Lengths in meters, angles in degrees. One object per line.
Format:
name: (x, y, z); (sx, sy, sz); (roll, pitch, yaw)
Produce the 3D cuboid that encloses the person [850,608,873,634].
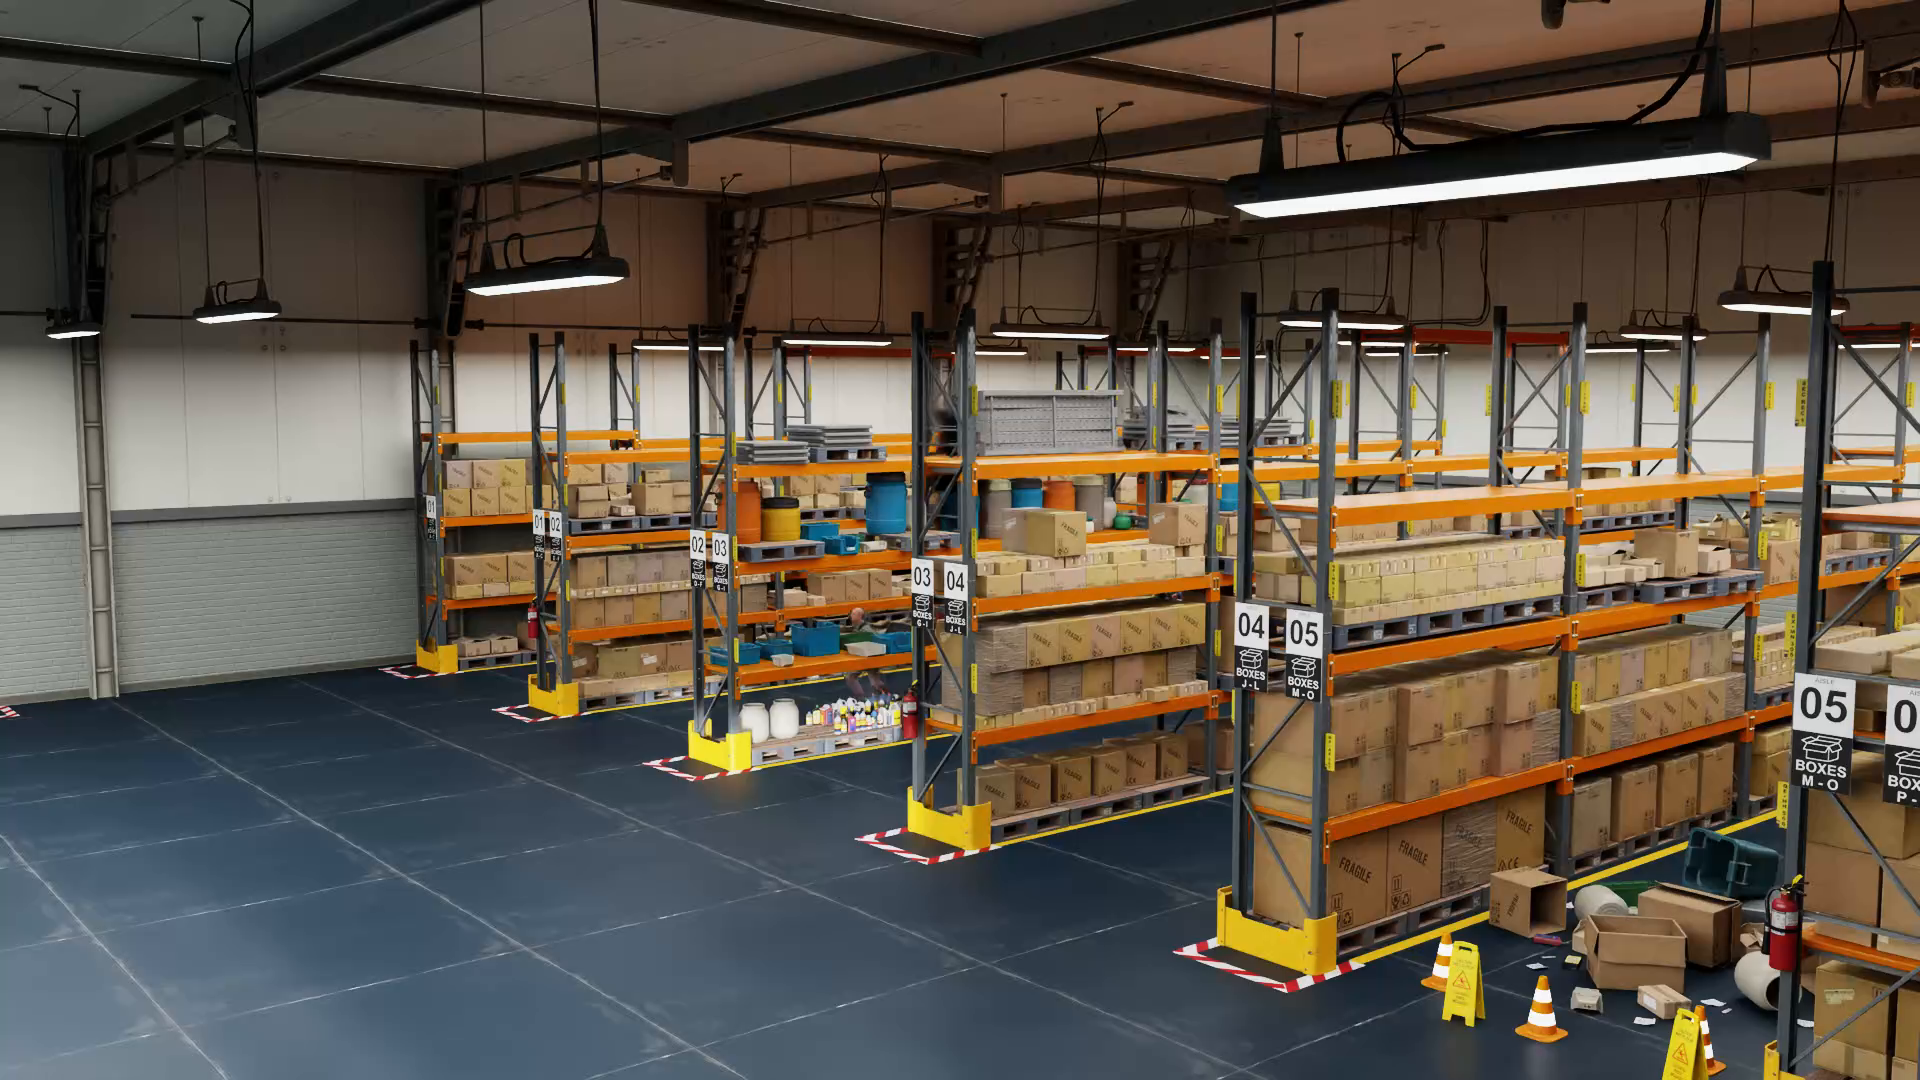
person: (-1.462, 1.900, 26.229); (0.857, 1.700, 0.516); (-3, 6, -31)
